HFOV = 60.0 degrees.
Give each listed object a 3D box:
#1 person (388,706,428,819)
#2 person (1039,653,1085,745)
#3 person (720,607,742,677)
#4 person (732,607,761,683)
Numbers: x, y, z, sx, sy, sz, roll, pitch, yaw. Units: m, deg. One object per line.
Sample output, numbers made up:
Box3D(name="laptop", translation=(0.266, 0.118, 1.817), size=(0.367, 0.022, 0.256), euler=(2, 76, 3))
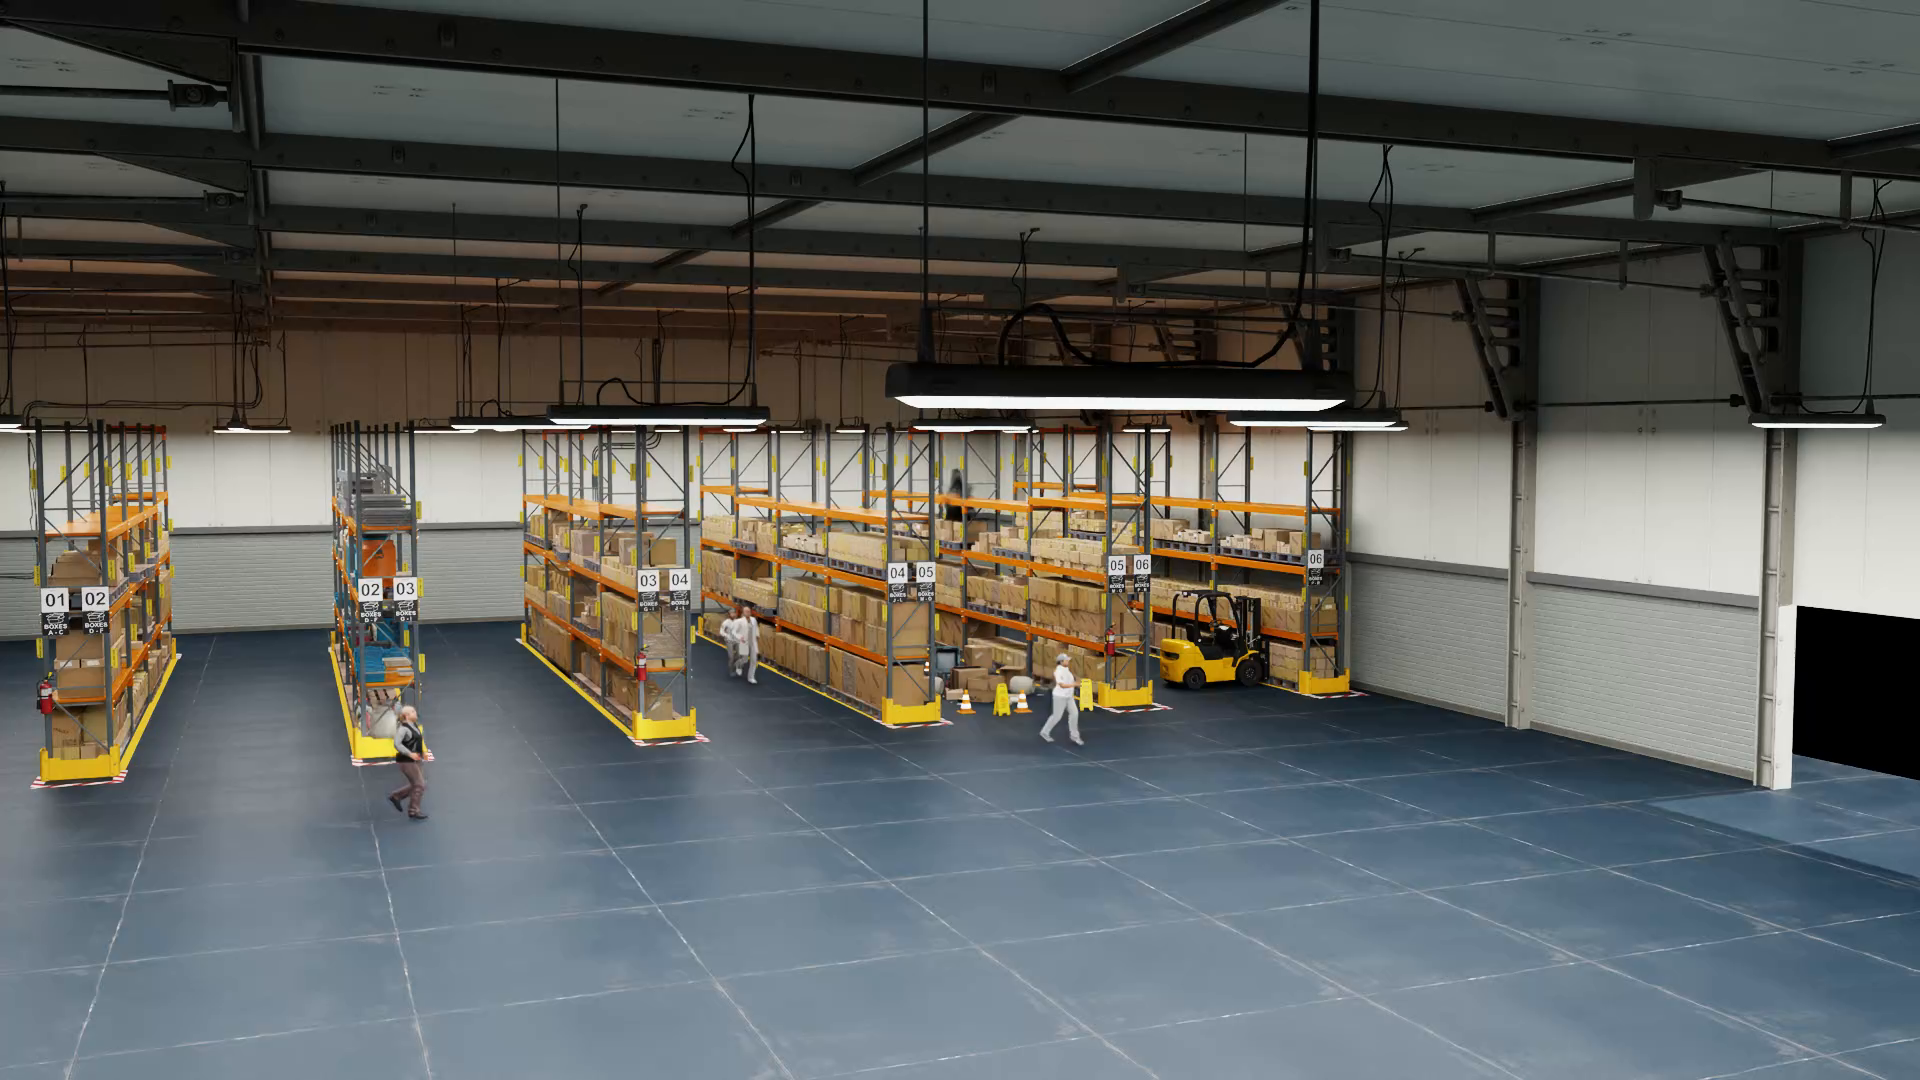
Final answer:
Box3D(name="person", translation=(-8.262, 3.324, 24.861), size=(0.583, 1.694, 0.670), euler=(0, 4, -1))
Box3D(name="person", translation=(1.891, 2.954, 30.858), size=(0.826, 1.715, 0.580), euler=(1, 4, 21))
Box3D(name="person", translation=(-5.404, 2.422, 39.599), size=(0.611, 1.649, 0.548), euler=(-2, 4, -26))
Box3D(name="person", translation=(-4.959, 2.474, 38.750), size=(0.720, 1.669, 0.878), euler=(-2, 4, -32))
